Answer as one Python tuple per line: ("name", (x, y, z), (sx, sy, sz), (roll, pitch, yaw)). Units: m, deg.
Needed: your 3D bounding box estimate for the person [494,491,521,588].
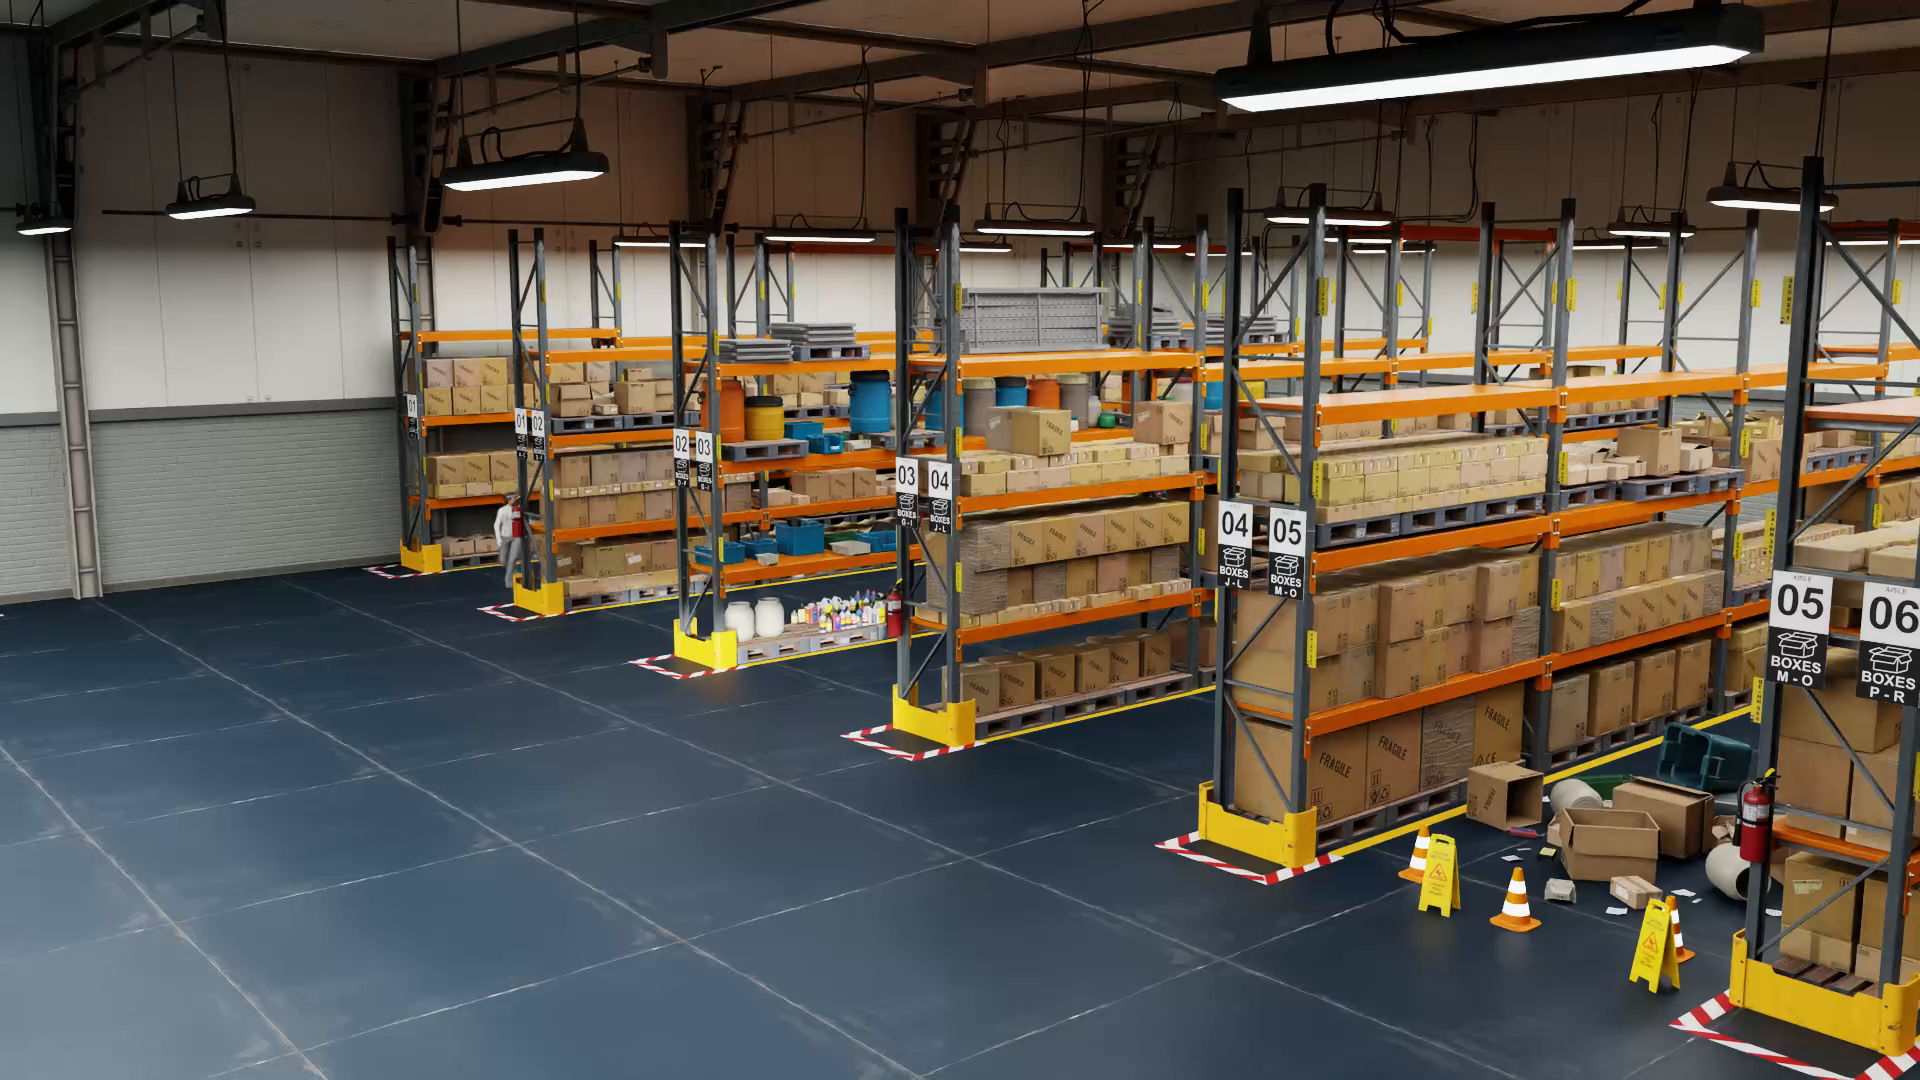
("person", (-7.729, -0.022, 28.673), (0.548, 1.668, 0.605), (-1, 9, -7))
